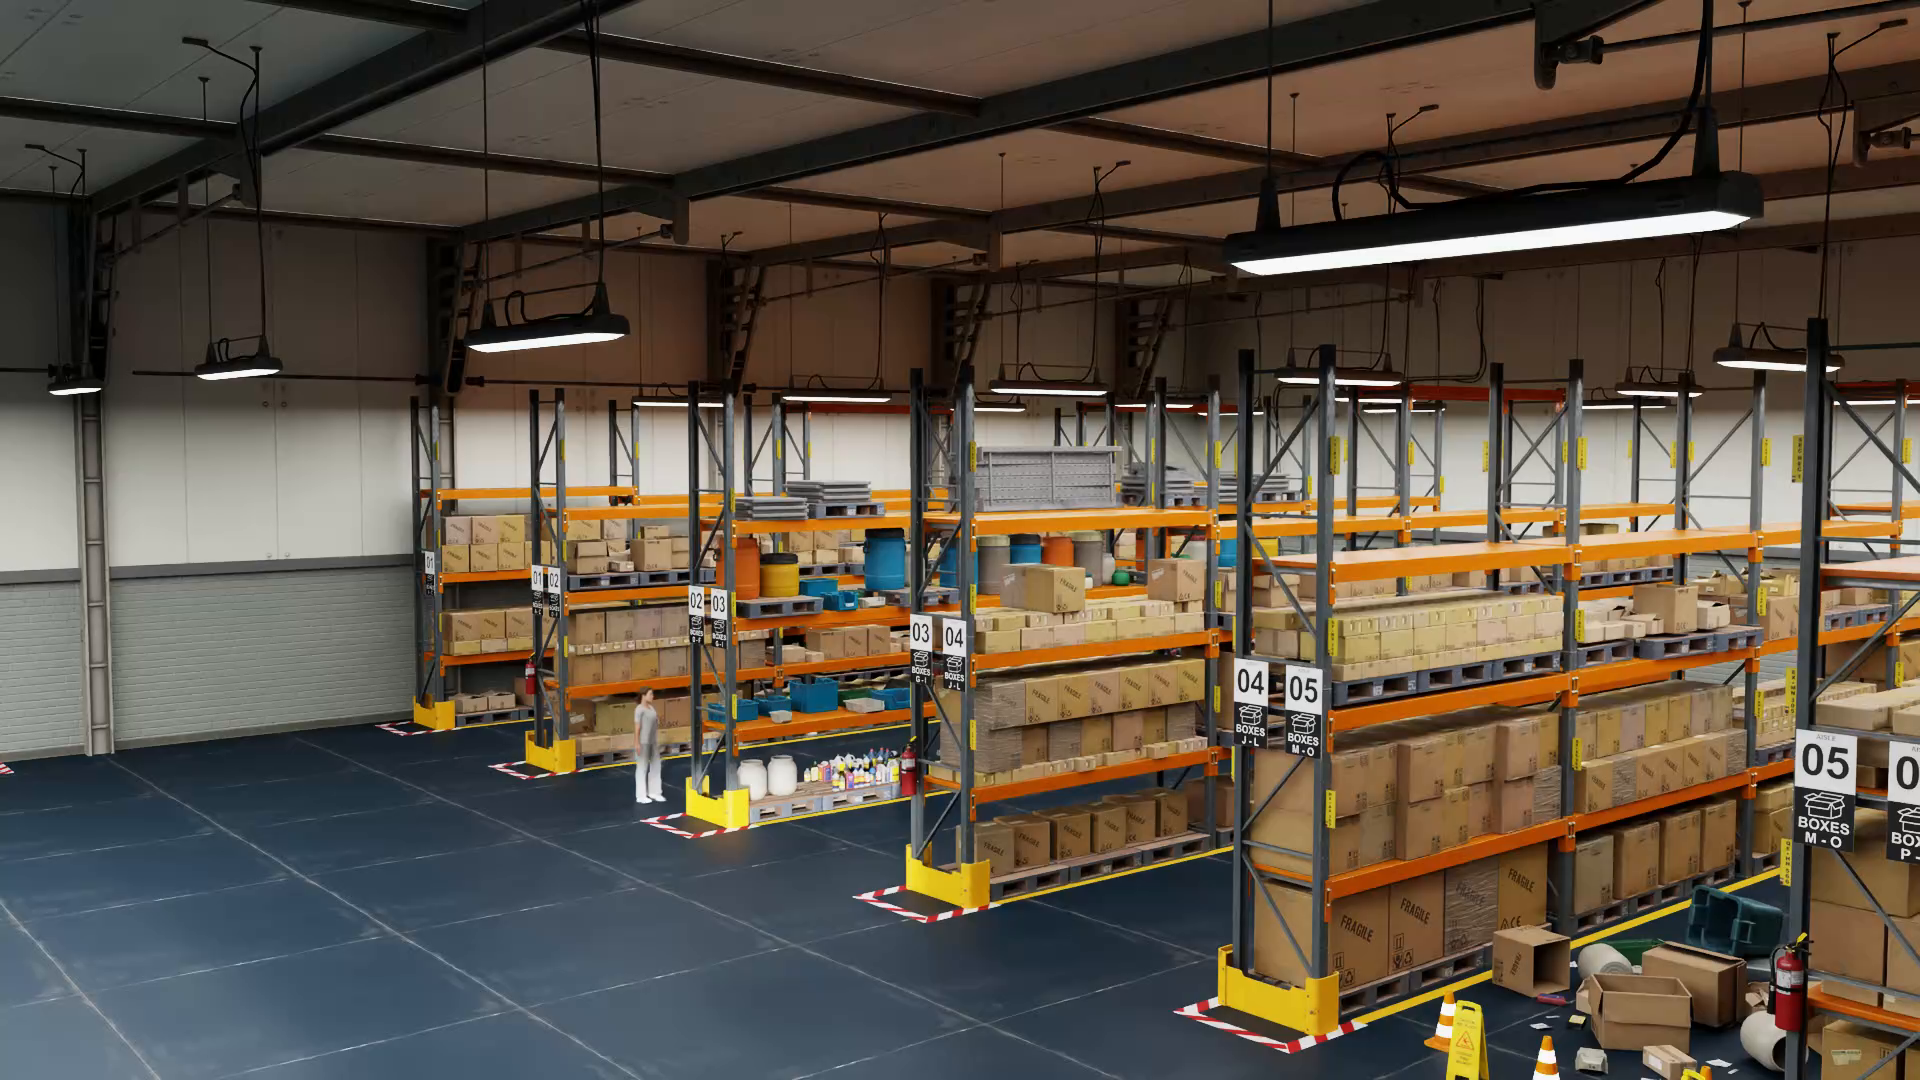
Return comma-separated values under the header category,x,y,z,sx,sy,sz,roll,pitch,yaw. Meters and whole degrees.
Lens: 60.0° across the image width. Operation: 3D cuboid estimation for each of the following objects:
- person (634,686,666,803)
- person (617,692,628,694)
category,x,y,z,sx,sy,sz,roll,pitch,yaw
person,-4.479,2.944,23.843,0.398,1.714,0.504,1,4,22
person,-6.161,2.574,30.160,0.466,1.677,0.499,0,3,-6
